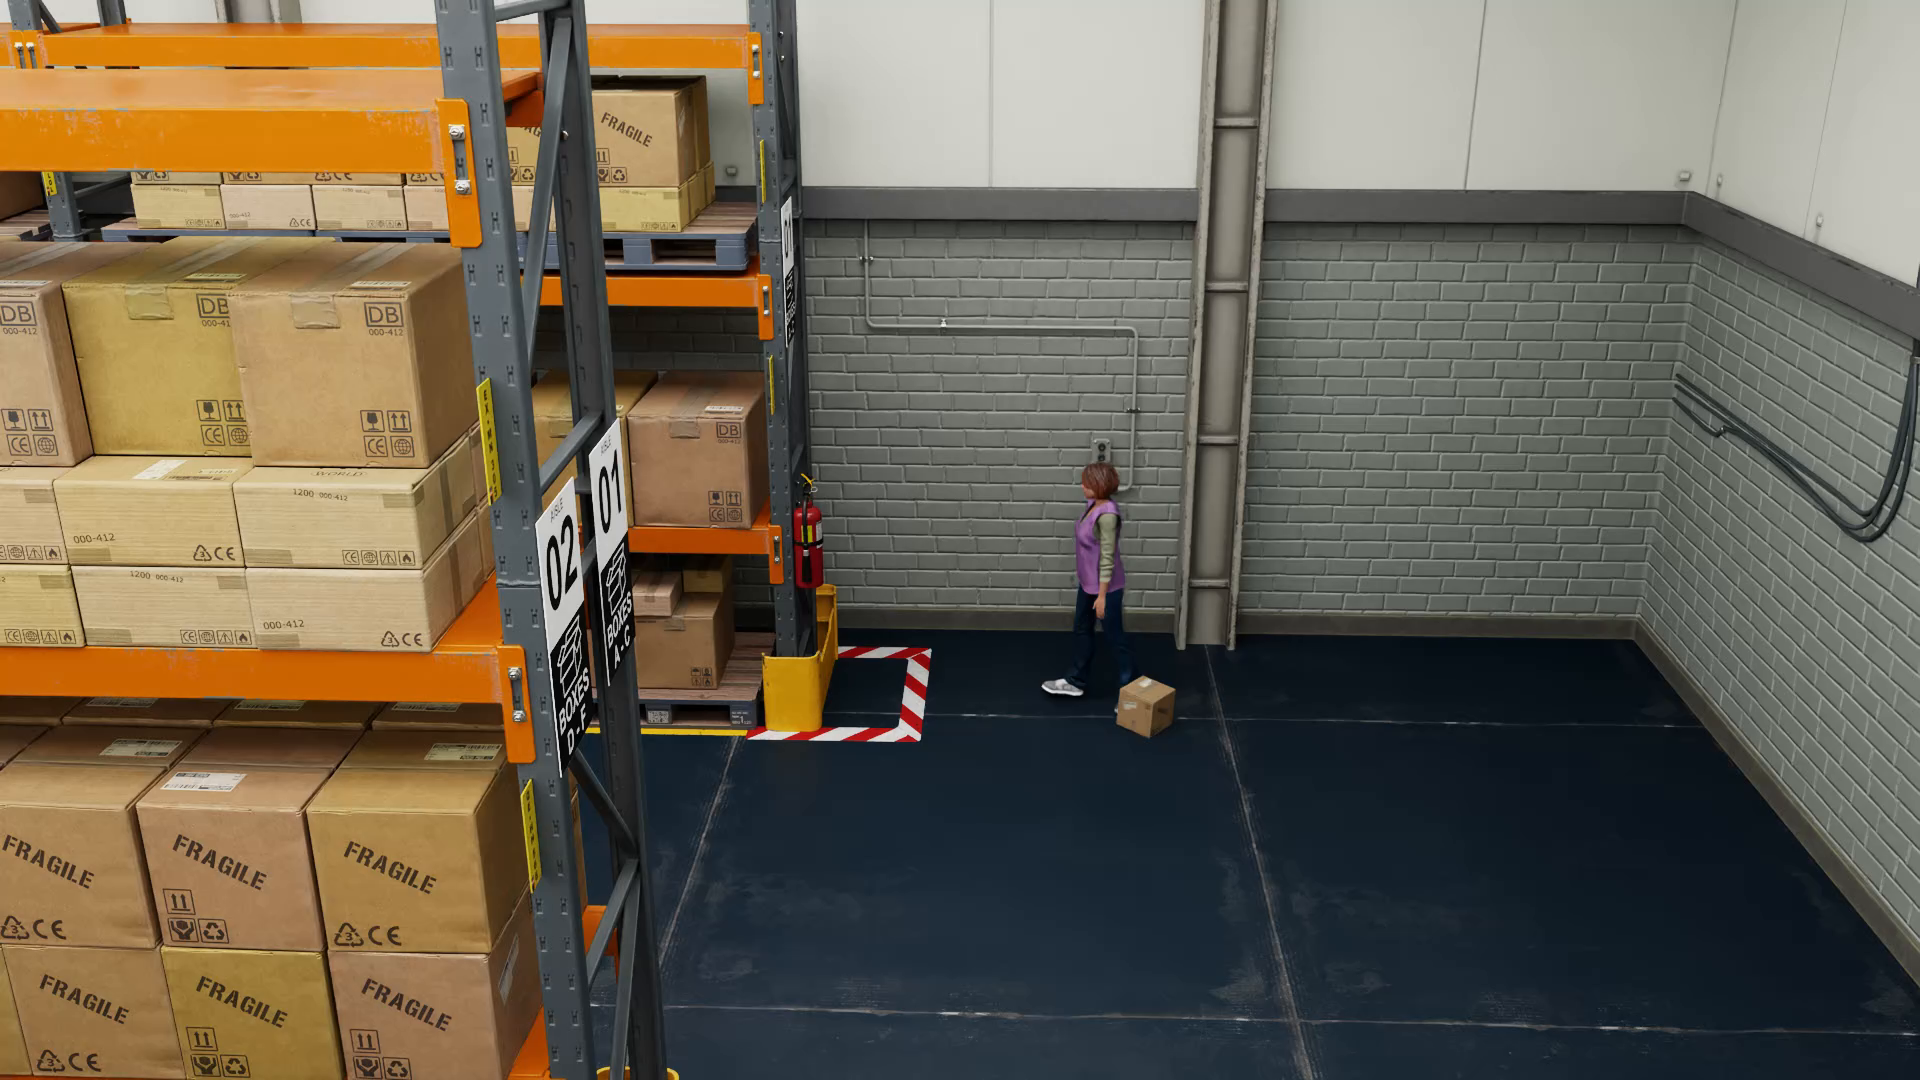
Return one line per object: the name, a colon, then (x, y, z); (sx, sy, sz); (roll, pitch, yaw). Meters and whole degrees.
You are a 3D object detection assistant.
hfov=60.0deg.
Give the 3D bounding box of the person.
person: (0.841, 0.270, 10.354); (0.581, 1.582, 0.607); (-4, 21, -10)
